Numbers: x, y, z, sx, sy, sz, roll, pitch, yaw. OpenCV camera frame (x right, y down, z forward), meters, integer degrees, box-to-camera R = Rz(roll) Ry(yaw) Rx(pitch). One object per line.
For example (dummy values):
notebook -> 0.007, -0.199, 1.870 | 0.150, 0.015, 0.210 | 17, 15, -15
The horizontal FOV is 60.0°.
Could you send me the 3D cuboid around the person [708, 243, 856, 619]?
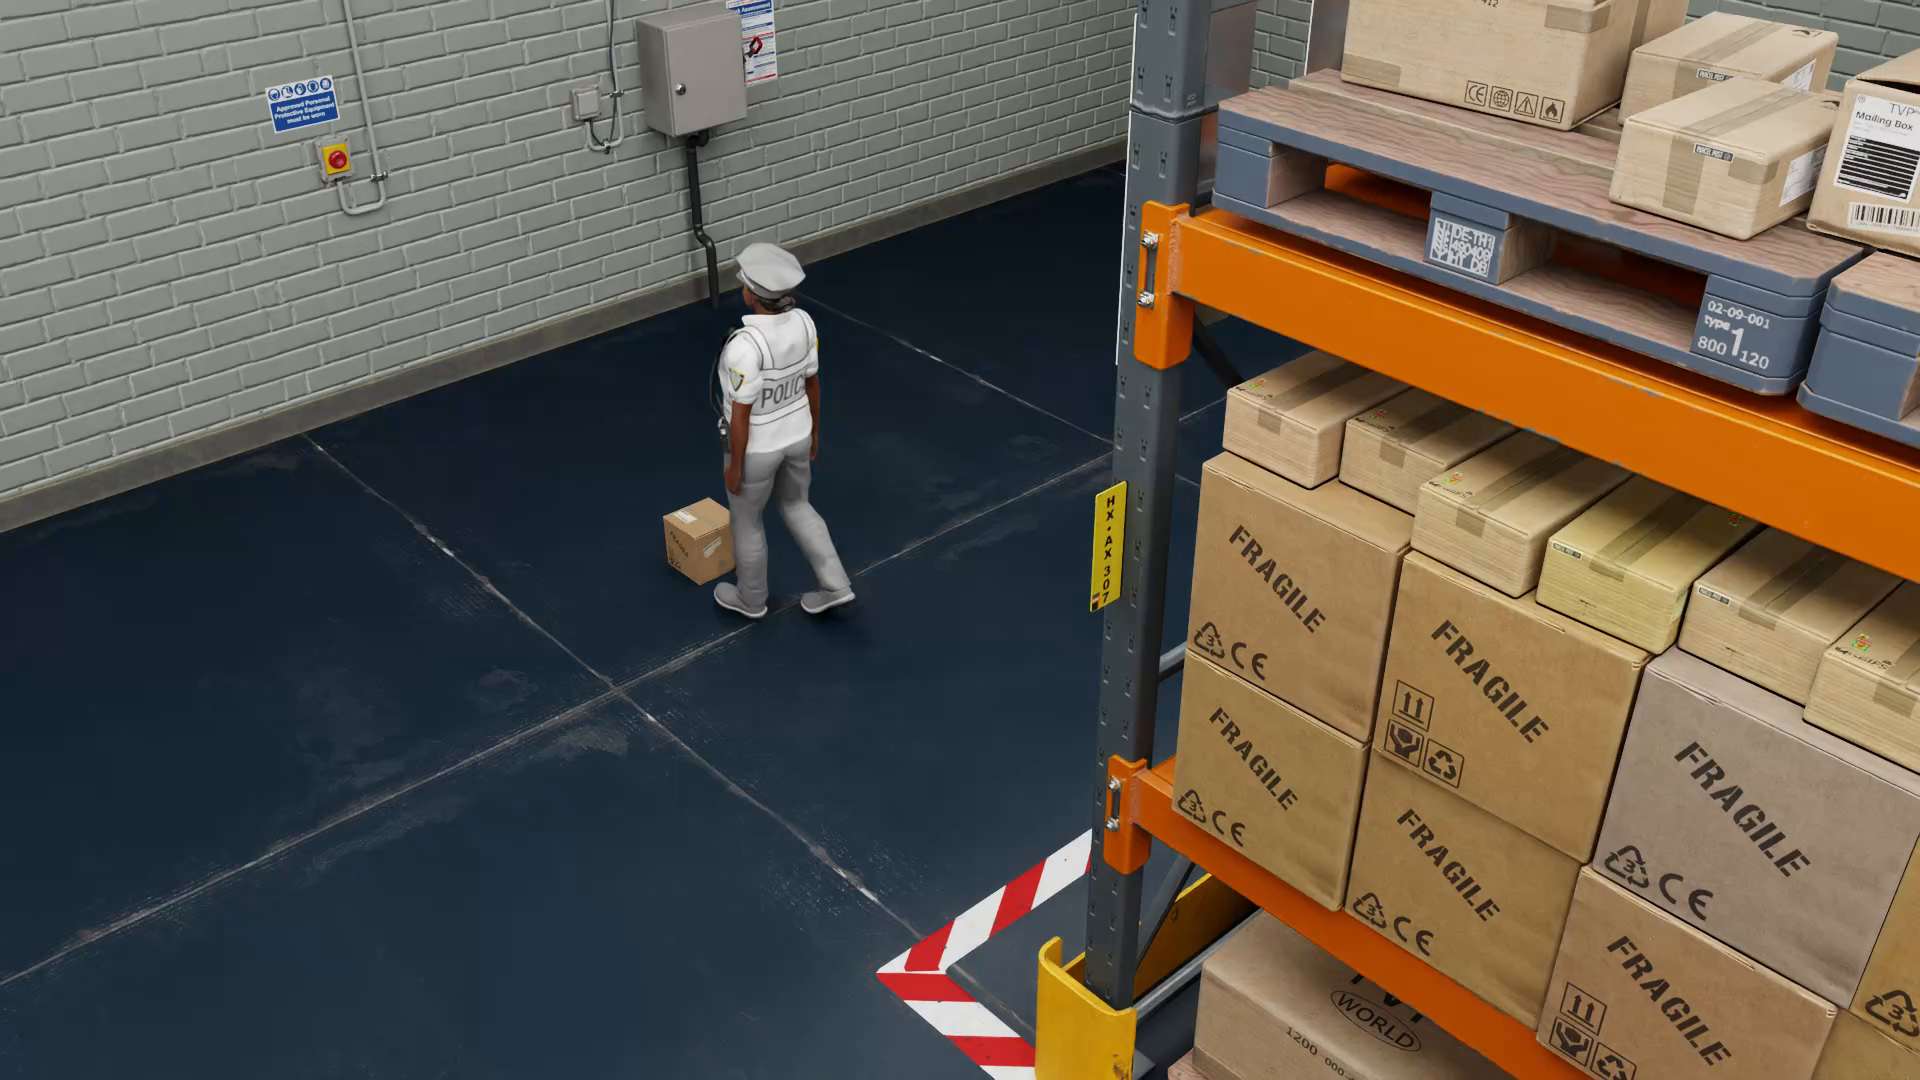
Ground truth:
person -> -0.779, -0.401, 6.748 | 0.616, 1.673, 0.465 | 25, 40, 34
